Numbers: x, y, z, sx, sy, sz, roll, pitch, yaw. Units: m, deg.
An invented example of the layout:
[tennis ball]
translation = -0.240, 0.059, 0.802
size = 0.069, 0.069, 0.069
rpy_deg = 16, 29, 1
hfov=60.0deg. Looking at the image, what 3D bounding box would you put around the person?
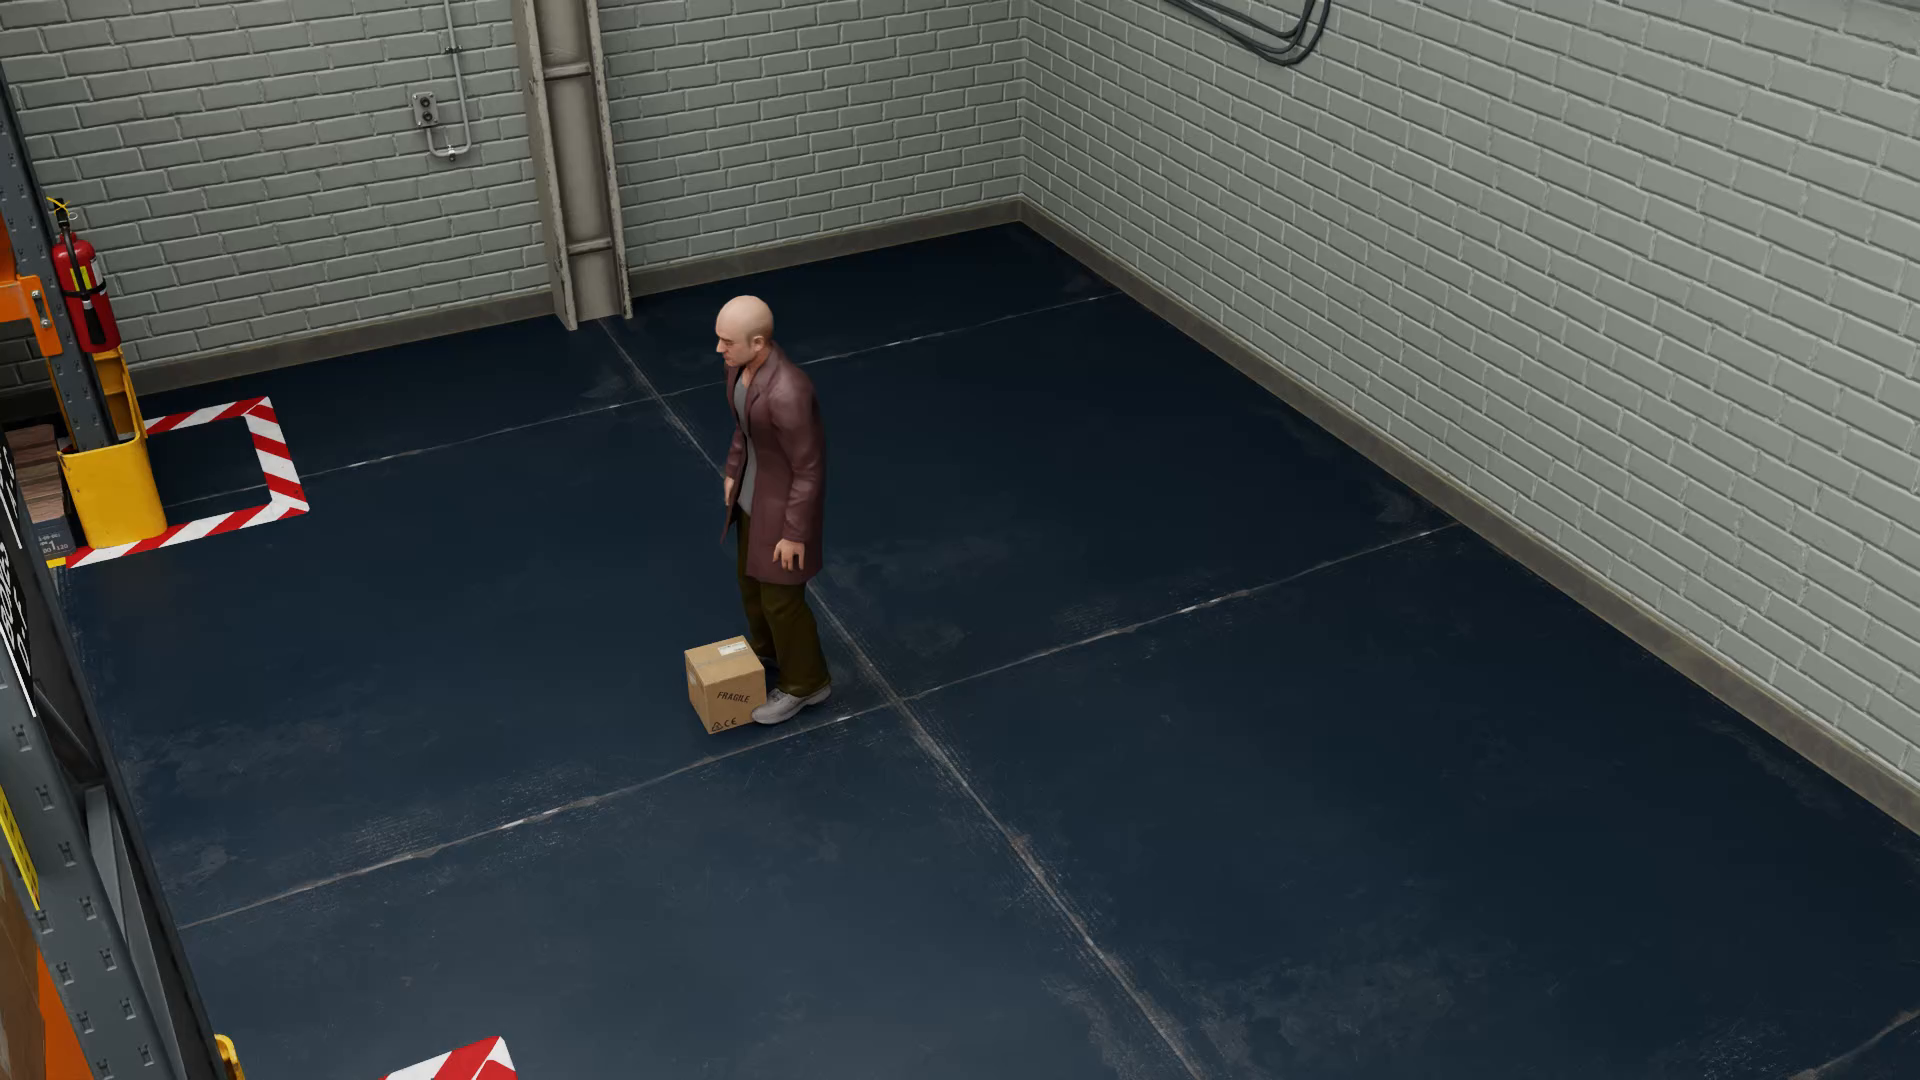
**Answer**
[person]
translation = -0.721, -0.128, 6.353
size = 0.417, 1.773, 0.651
rpy_deg = -16, 36, -24
